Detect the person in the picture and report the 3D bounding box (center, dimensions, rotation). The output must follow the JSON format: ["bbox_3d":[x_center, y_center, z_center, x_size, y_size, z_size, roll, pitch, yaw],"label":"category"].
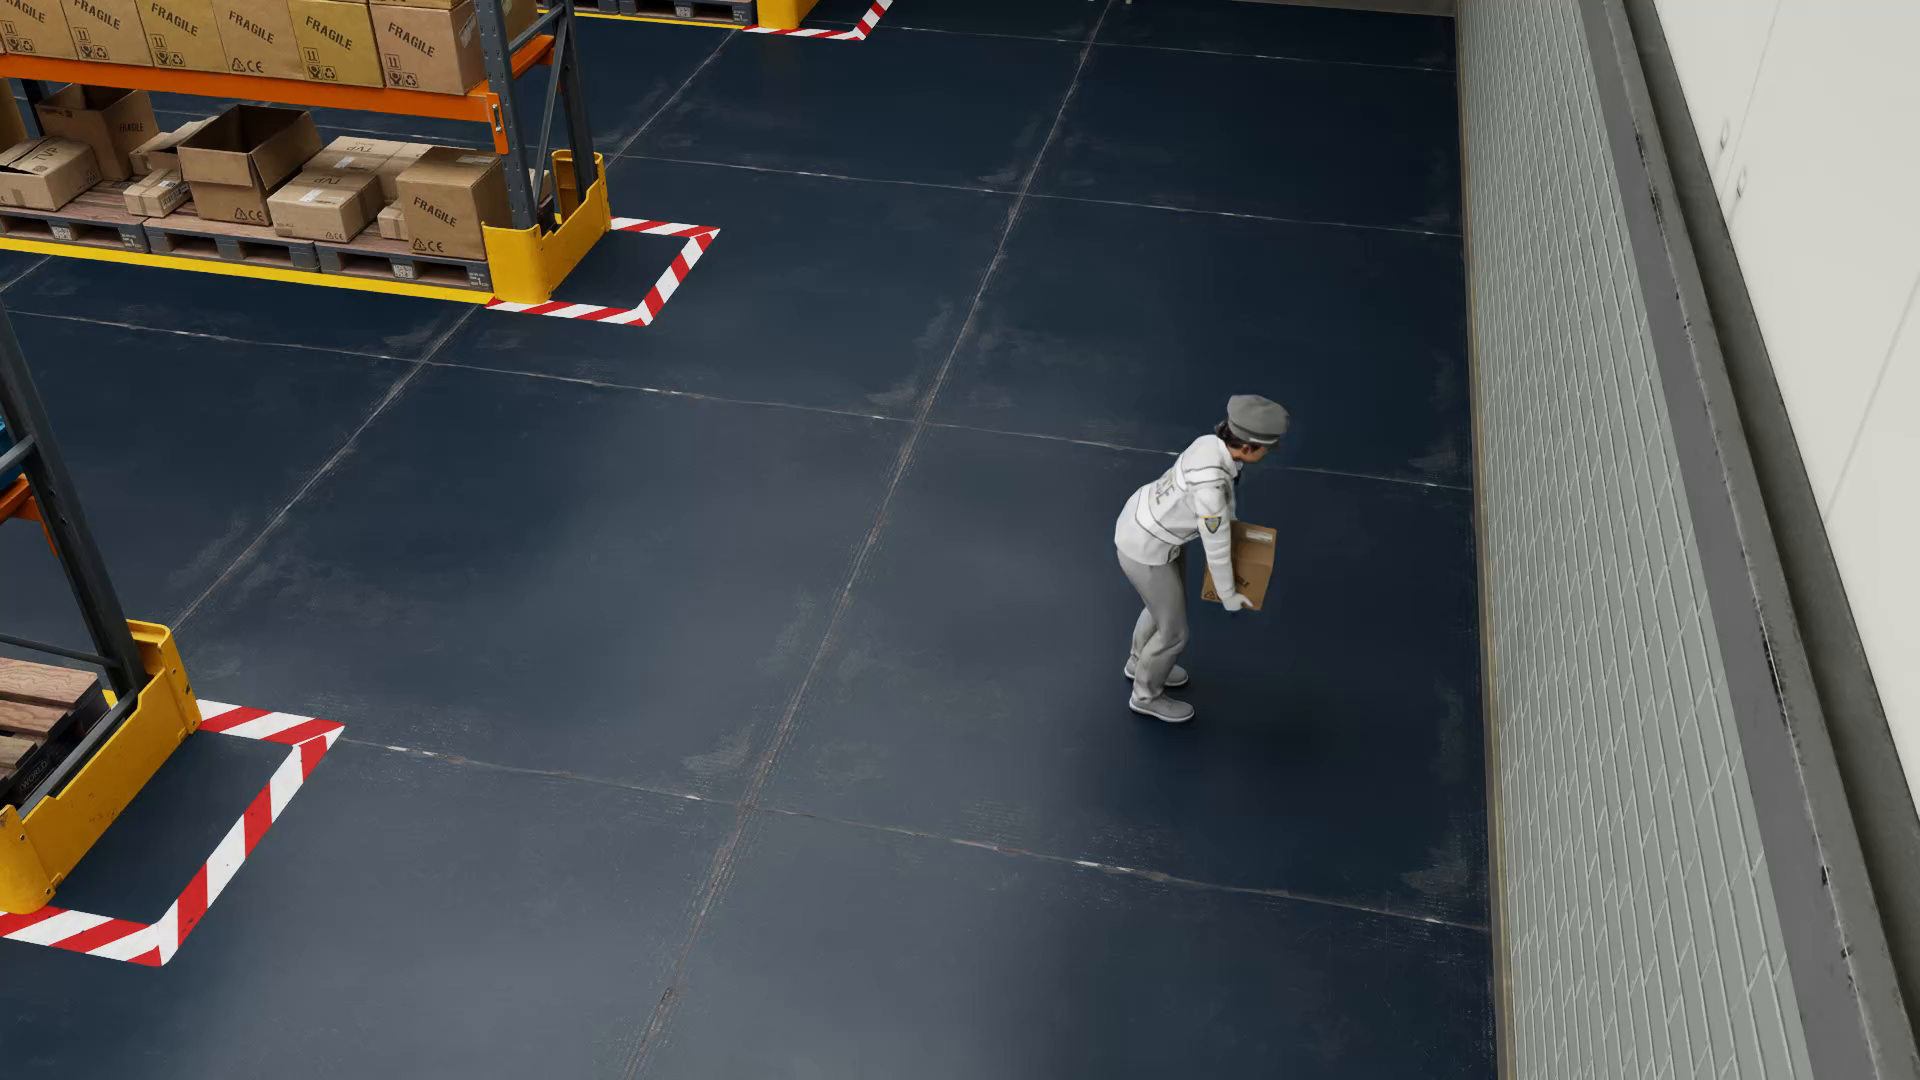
[{"bbox_3d":[0.967,0.080,6.957,0.648,1.552,0.411,7,37,9],"label":"person"}]
